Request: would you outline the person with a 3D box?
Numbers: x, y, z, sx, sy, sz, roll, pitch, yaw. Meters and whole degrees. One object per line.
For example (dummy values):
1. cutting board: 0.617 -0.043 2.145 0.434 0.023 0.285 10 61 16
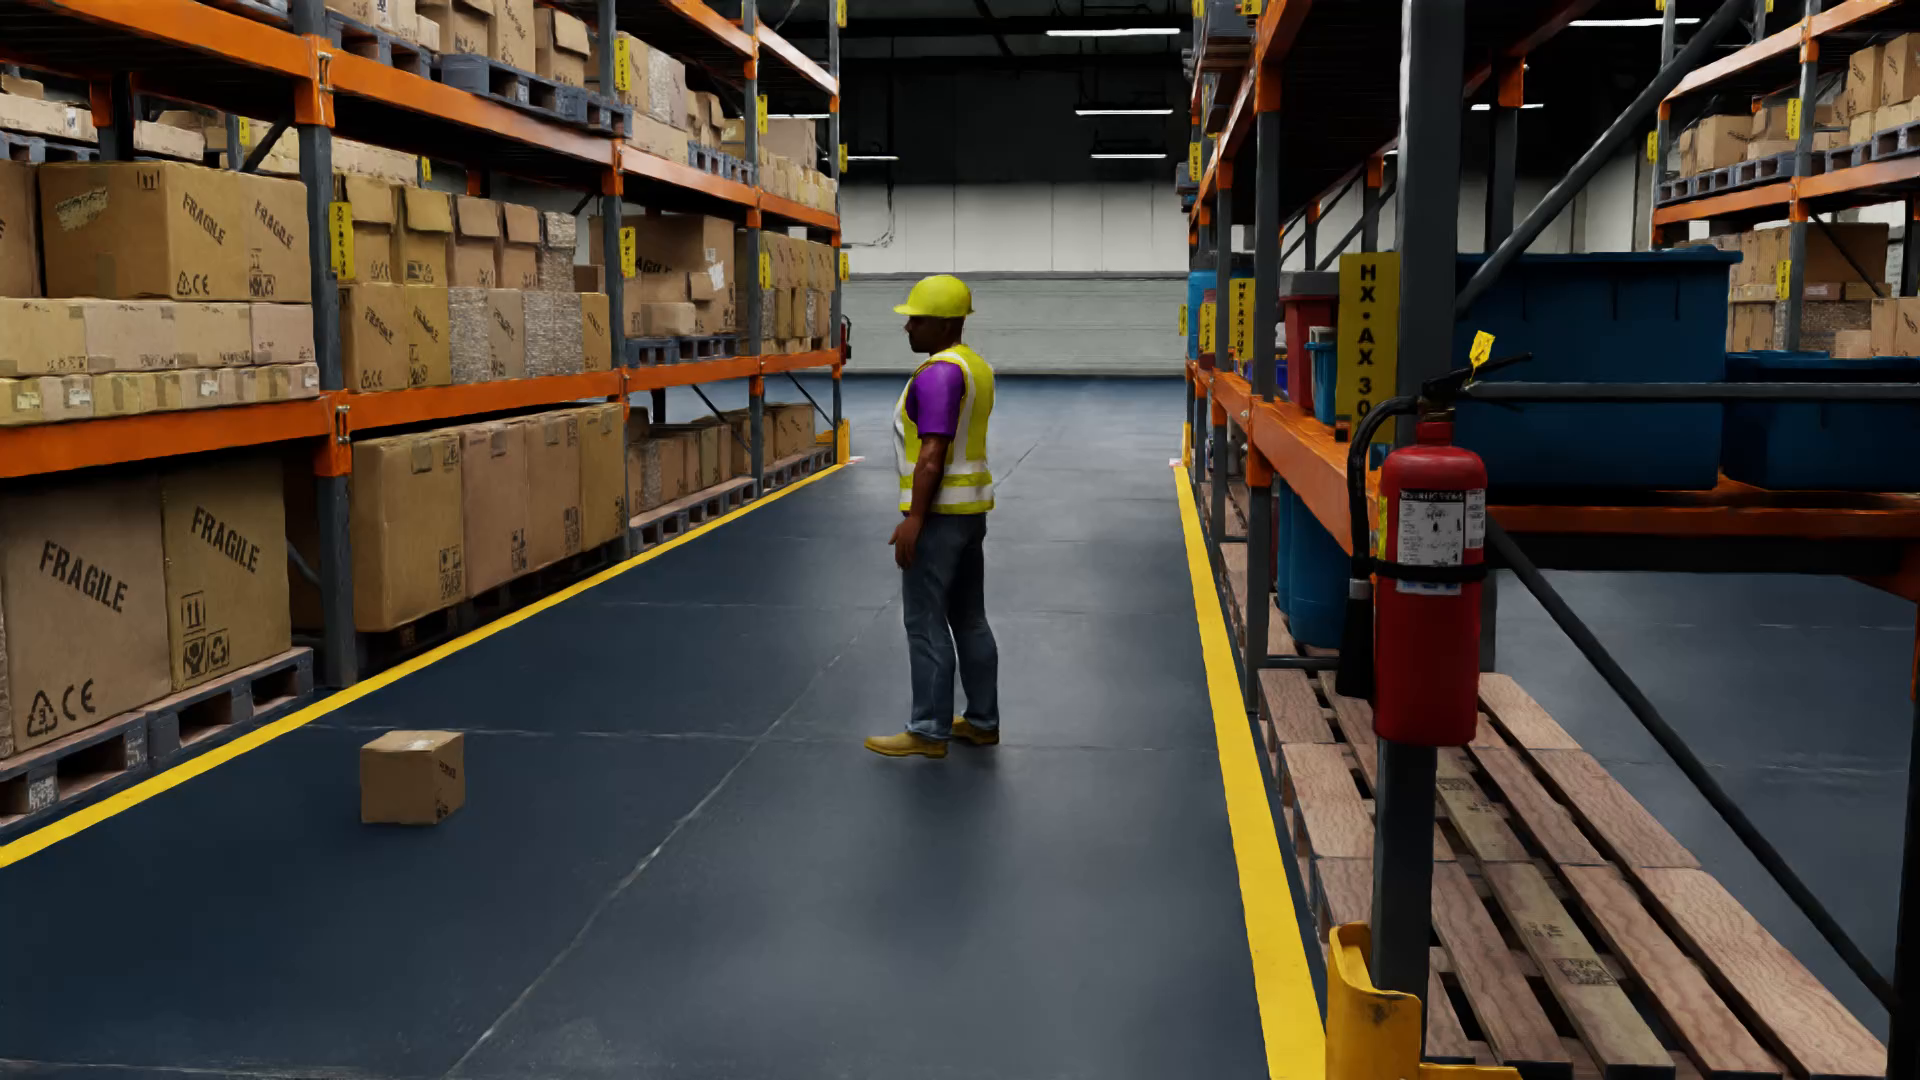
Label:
1. person: -0.059 -0.118 6.157 0.357 1.709 0.637 3 8 20
